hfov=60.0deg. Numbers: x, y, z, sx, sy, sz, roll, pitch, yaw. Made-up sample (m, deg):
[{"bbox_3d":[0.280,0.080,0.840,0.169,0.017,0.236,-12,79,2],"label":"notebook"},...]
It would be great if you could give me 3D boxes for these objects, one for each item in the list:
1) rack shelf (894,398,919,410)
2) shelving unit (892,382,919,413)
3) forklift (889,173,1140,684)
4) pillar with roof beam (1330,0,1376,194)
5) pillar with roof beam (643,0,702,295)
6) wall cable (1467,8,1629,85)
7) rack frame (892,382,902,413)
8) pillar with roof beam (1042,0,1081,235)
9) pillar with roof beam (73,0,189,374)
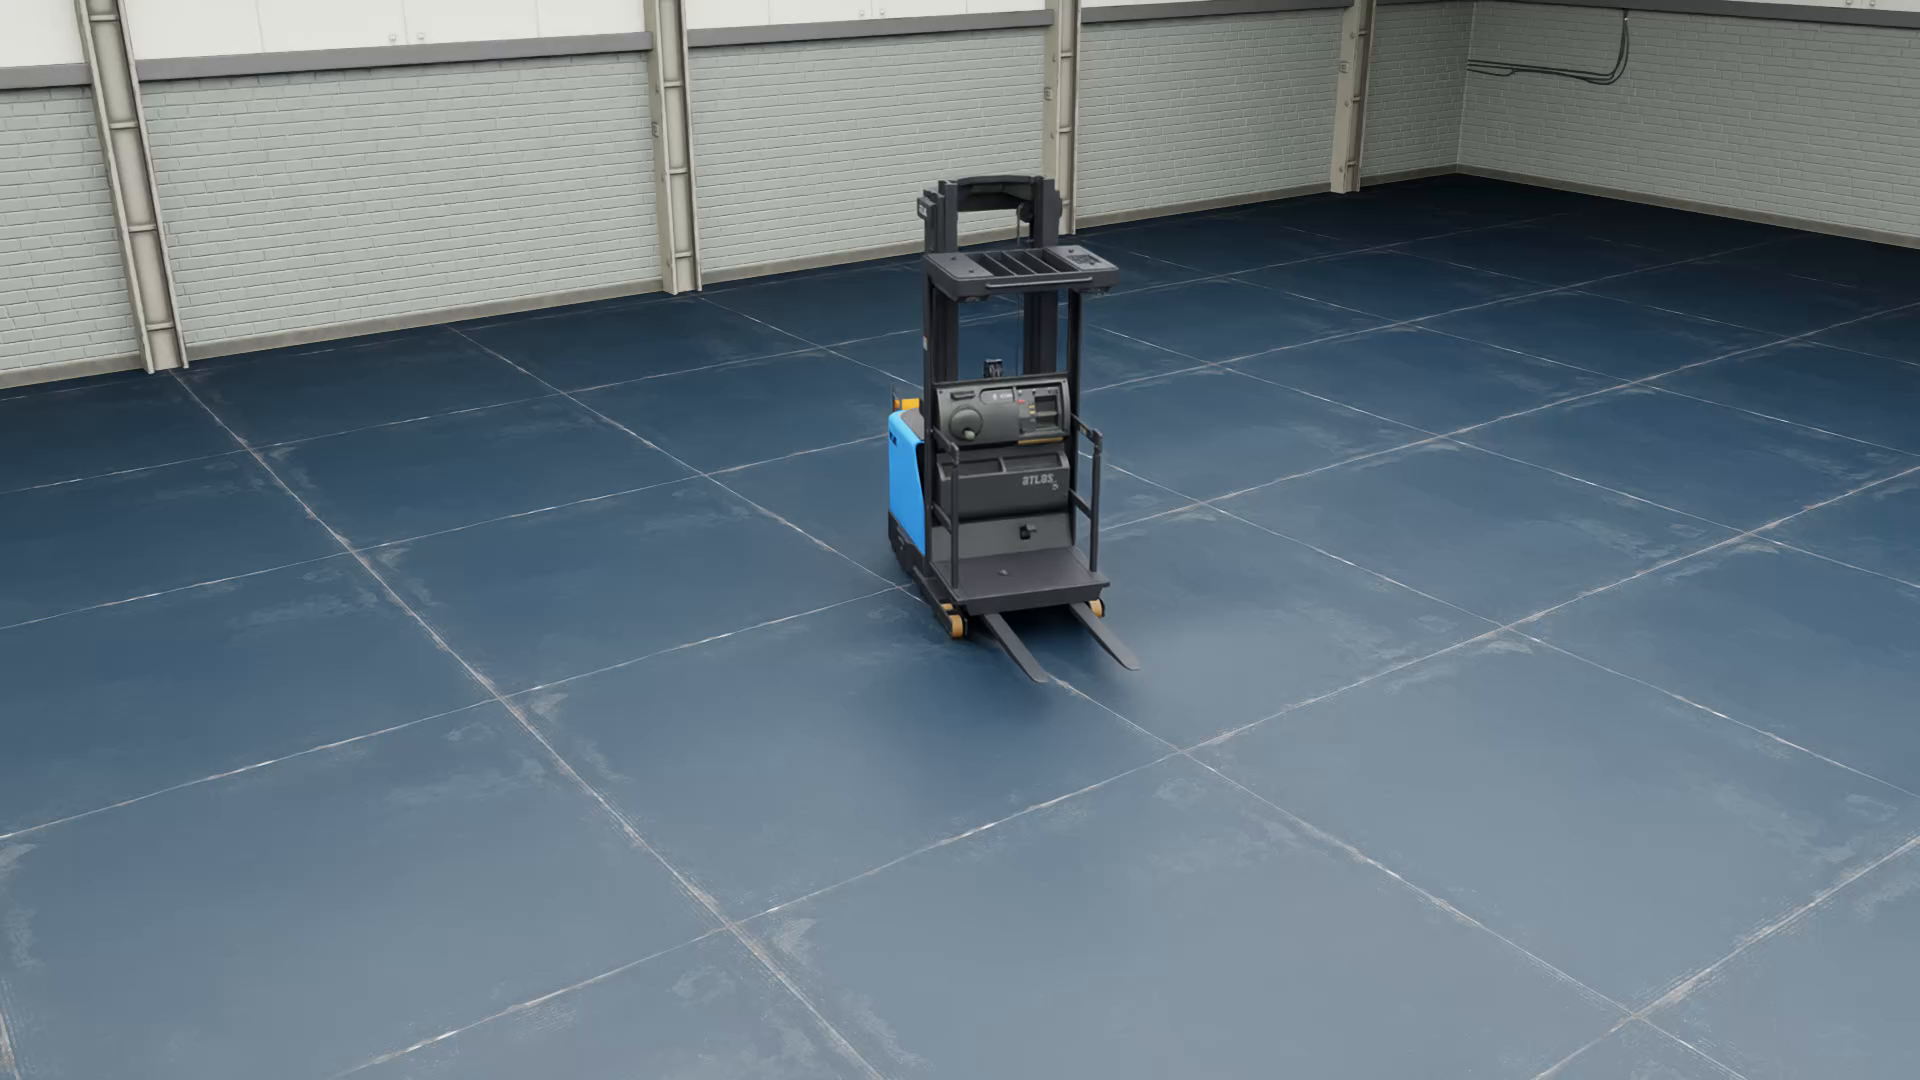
[{"bbox_3d":[-0.246,-0.993,12.706,0.480,0.148,0.258,-7,23,-16],"label":"rack shelf"},{"bbox_3d":[-0.248,-0.628,12.851,0.499,1.200,0.258,-7,23,-16],"label":"shelving unit"},{"bbox_3d":[0.358,-0.857,11.090,1.121,2.935,3.031,-6,23,-15],"label":"forklift"},{"bbox_3d":[8.799,-8.591,22.283,0.400,9.000,9.100,-15,26,-33],"label":"pillar with roof beam"},{"bbox_3d":[-0.941,-5.993,15.774,0.400,9.000,9.100,-15,26,-33],"label":"pillar with roof beam"},{"bbox_3d":[9.449,-8.684,26.706,0.112,2.526,3.097,-15,26,-33],"label":"wall cable"},{"bbox_3d":[-0.479,-0.601,12.785,0.015,1.200,0.240,-7,23,-16],"label":"rack frame"},{"bbox_3d":[3.929,-7.292,19.029,0.400,9.000,9.100,-15,26,-33],"label":"pillar with roof beam"},{"bbox_3d":[-5.812,-4.695,12.520,0.400,9.000,9.100,-15,26,-33],"label":"pillar with roof beam"}]
